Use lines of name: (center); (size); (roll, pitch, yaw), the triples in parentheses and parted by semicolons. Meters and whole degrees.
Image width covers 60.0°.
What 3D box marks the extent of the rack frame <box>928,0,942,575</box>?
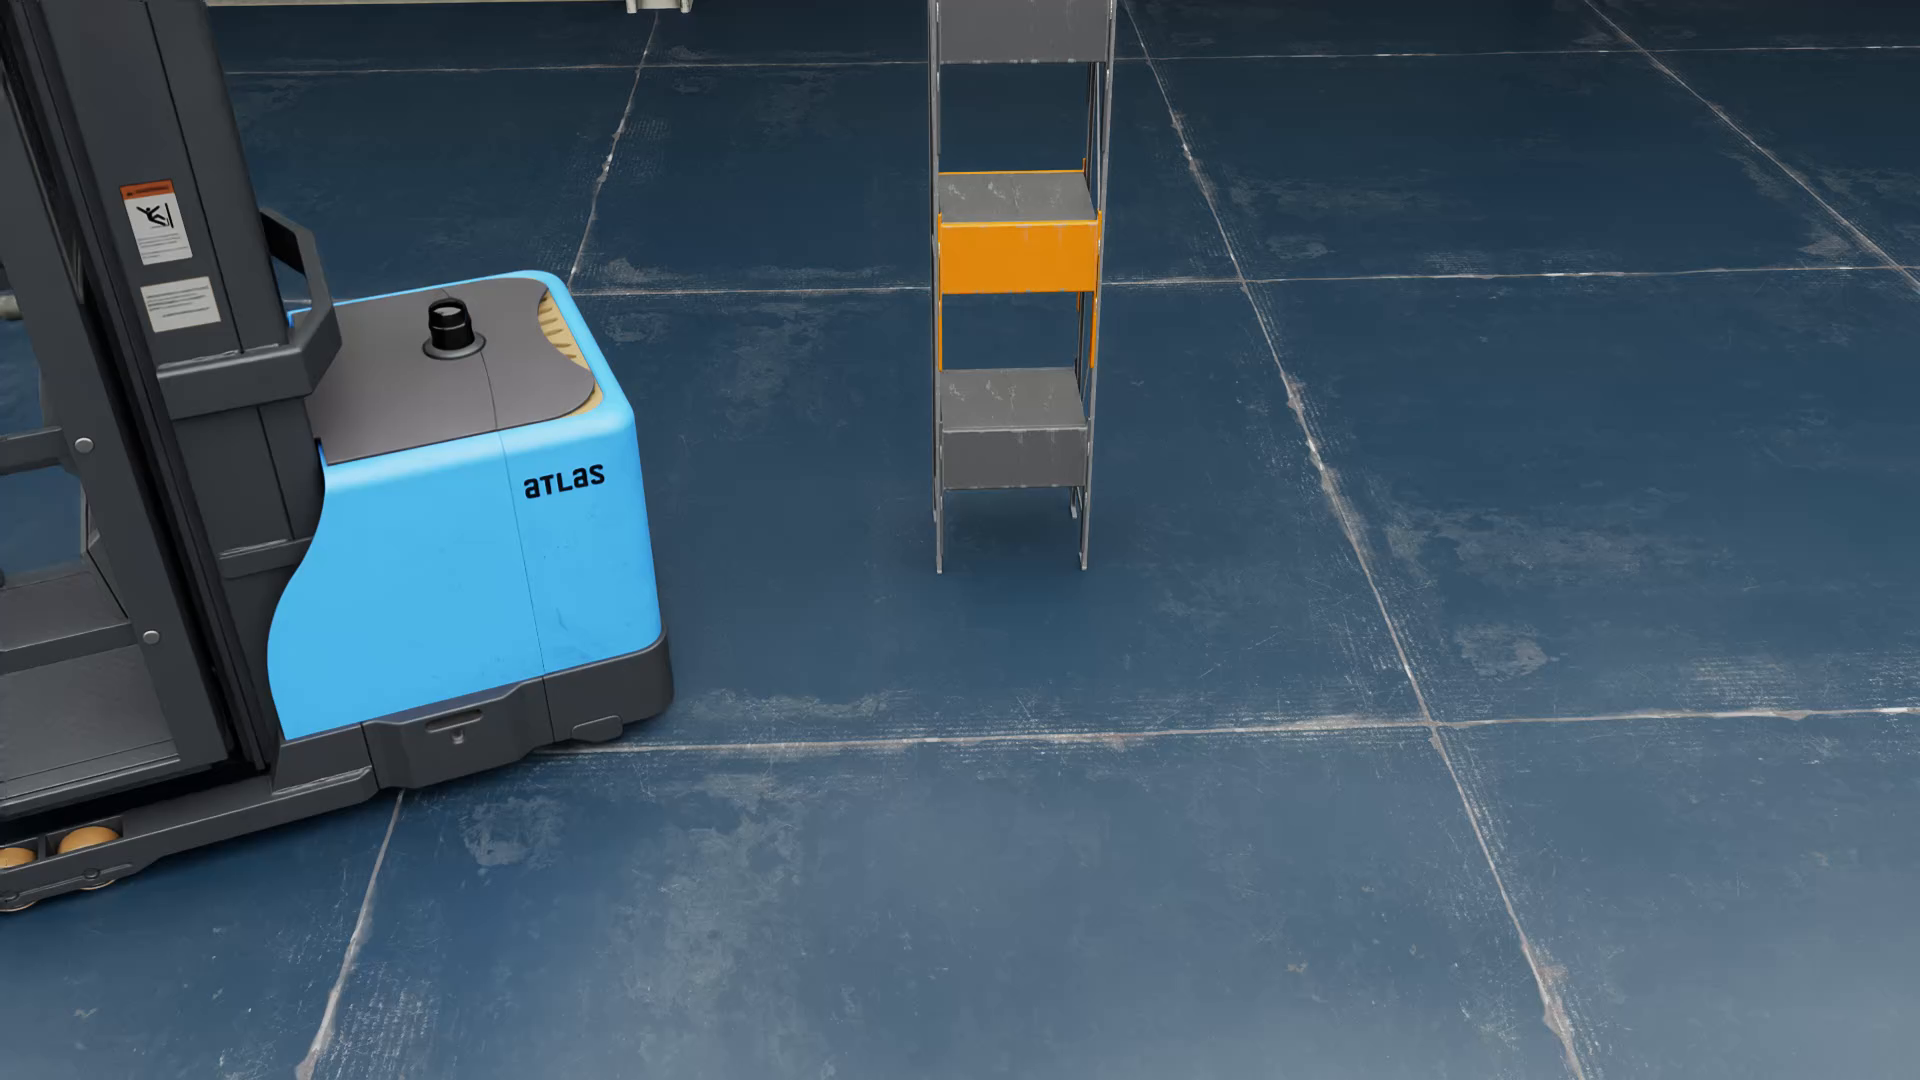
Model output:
rack frame: (-0.078, -0.861, 5.149); (0.015, 2.100, 0.400); (-2, 35, -2)

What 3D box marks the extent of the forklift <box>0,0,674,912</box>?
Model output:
forklift: (-2.416, -0.578, 4.009); (3.031, 2.935, 1.130); (-14, 37, -19)

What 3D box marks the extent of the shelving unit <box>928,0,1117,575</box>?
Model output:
shelving unit: (0.165, -0.868, 5.159); (0.503, 2.100, 0.431); (-2, 35, -2)

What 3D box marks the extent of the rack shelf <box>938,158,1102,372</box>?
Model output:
rack shelf: (0.165, -0.857, 5.167); (0.480, 0.518, 0.431); (-2, 35, -2)

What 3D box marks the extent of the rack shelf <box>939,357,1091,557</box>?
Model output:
rack shelf: (0.165, -0.281, 5.565); (0.480, 0.518, 0.431); (-2, 35, -2)

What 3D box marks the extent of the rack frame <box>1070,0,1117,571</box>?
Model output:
rack frame: (0.409, -0.874, 5.168); (0.015, 2.100, 0.400); (-2, 35, -2)

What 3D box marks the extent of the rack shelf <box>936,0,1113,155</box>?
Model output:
rack shelf: (0.165, -1.432, 4.768); (0.480, 0.518, 0.431); (-2, 35, -2)
